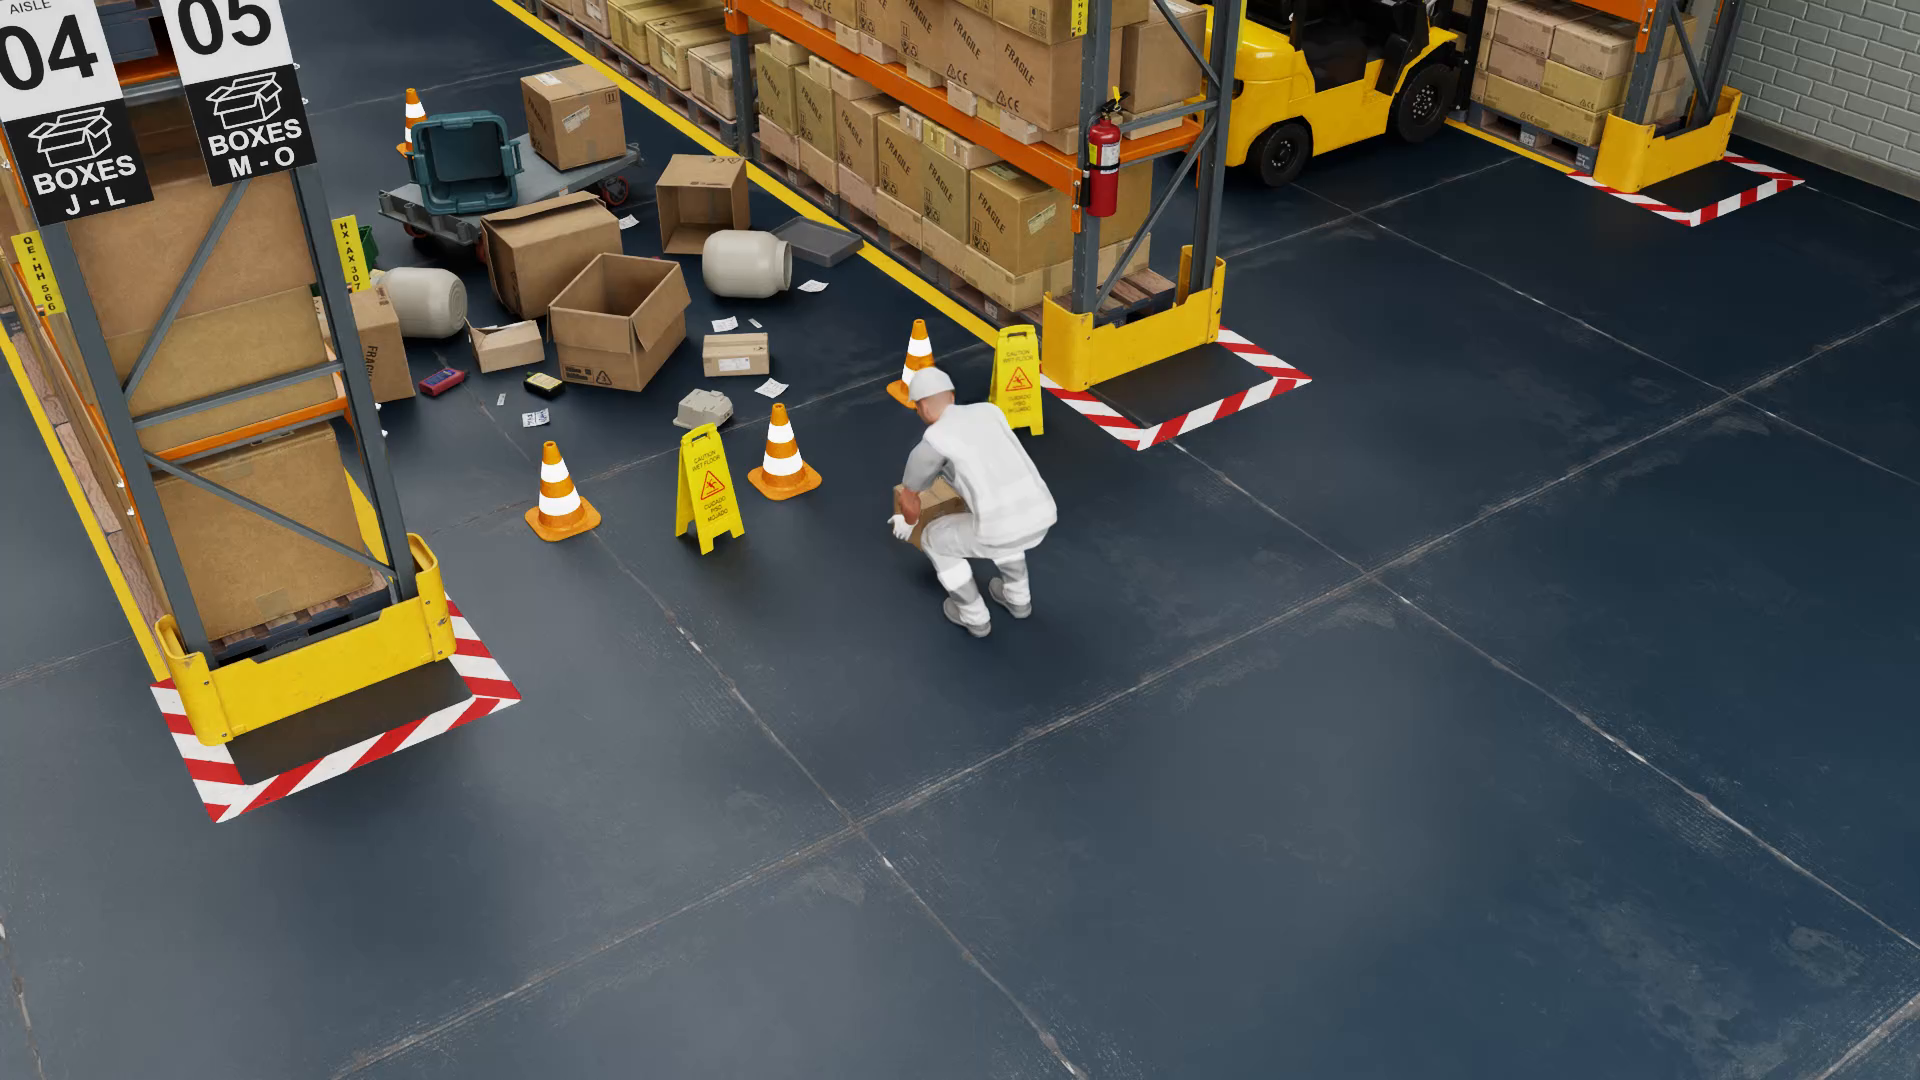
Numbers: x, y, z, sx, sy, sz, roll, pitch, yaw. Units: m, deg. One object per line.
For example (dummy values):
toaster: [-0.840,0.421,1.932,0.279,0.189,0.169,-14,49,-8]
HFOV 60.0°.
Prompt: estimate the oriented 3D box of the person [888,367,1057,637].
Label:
person: [0.052,-0.158,7.715,0.586,1.186,0.845,-23,42,-28]
